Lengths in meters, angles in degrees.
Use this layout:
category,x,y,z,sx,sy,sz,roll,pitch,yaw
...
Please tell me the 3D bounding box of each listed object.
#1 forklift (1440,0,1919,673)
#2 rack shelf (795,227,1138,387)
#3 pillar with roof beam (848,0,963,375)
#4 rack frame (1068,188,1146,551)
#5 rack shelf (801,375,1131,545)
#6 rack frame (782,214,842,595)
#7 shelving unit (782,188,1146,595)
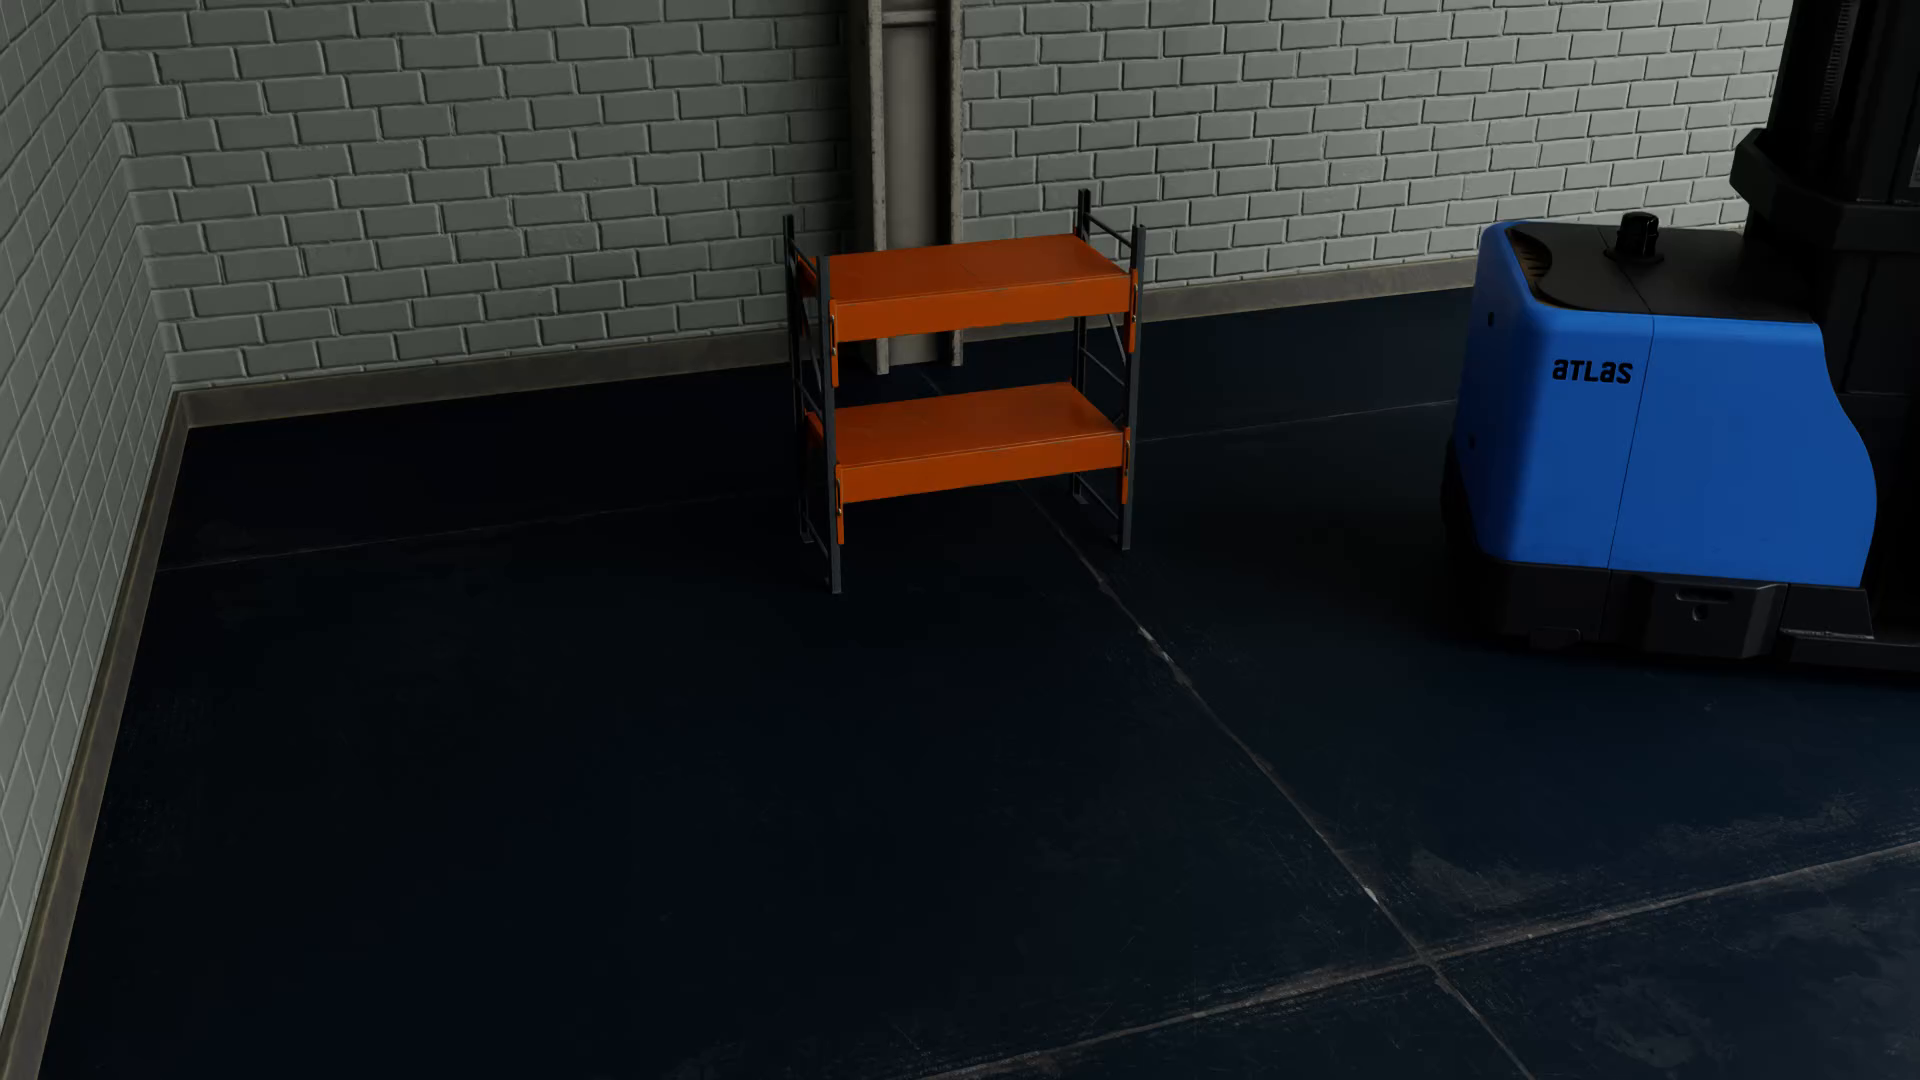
category,x,y,z,sx,sy,sz,roll,pitch,yaw
forklift,3.114,-1.086,4.641,3.031,2.935,1.130,4,27,9
rack shelf,0.006,-0.767,5.372,1.000,0.278,0.538,-8,28,-16
pillar with roof beam,1.111,-3.016,1.706,0.400,9.000,9.100,-8,28,-16
rack frame,0.490,-0.575,5.643,0.032,1.125,0.500,-8,28,-16
rack shelf,0.006,-0.286,5.610,1.000,0.278,0.538,-8,28,-16
rack frame,-0.477,-0.435,5.361,0.032,1.125,0.500,-8,28,-16
shelving unit,0.006,-0.505,5.502,1.048,1.125,0.538,-8,28,-16
